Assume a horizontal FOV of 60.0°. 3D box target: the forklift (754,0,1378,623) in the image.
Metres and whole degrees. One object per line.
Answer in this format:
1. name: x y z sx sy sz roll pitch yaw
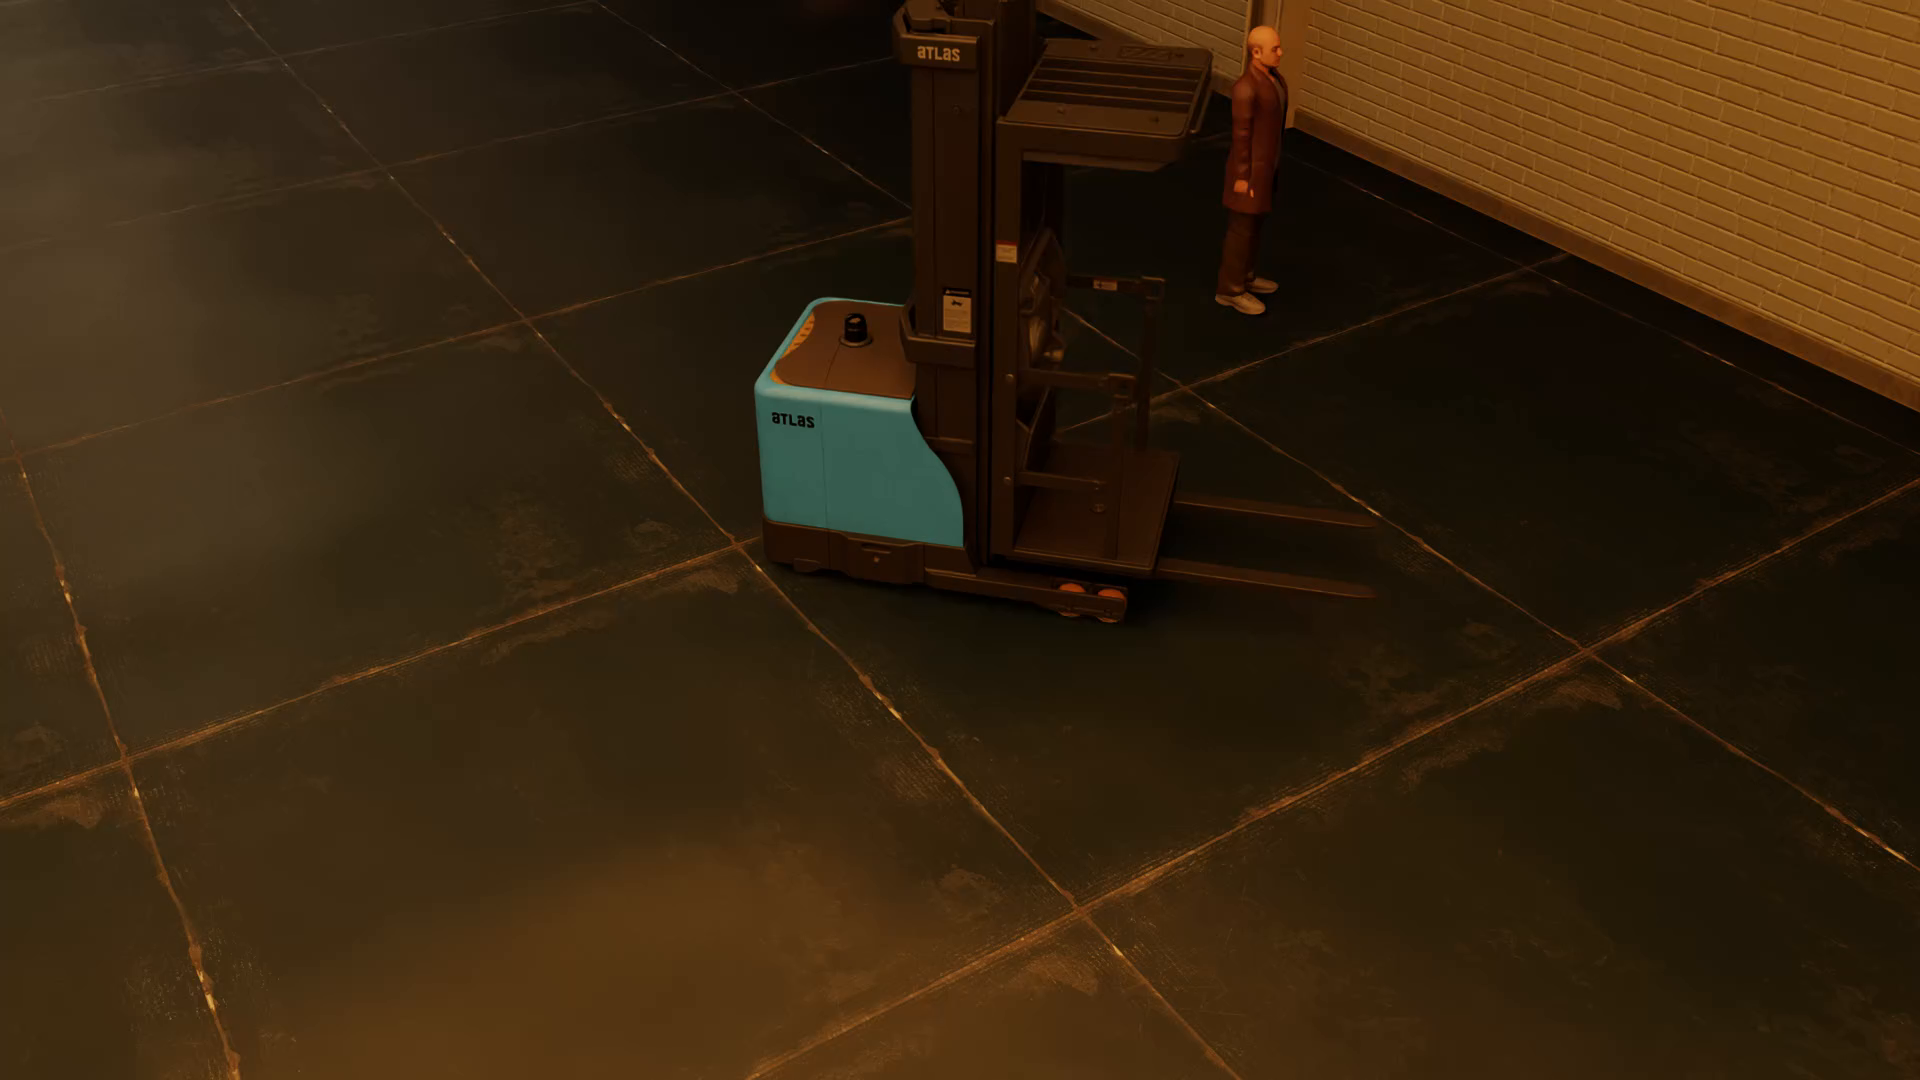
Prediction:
1. forklift: 0.574 -1.132 7.758 3.031 2.935 1.130 8 36 11

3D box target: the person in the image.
1. person: 1.886 -2.341 10.480 0.388 1.782 0.548 14 38 19
